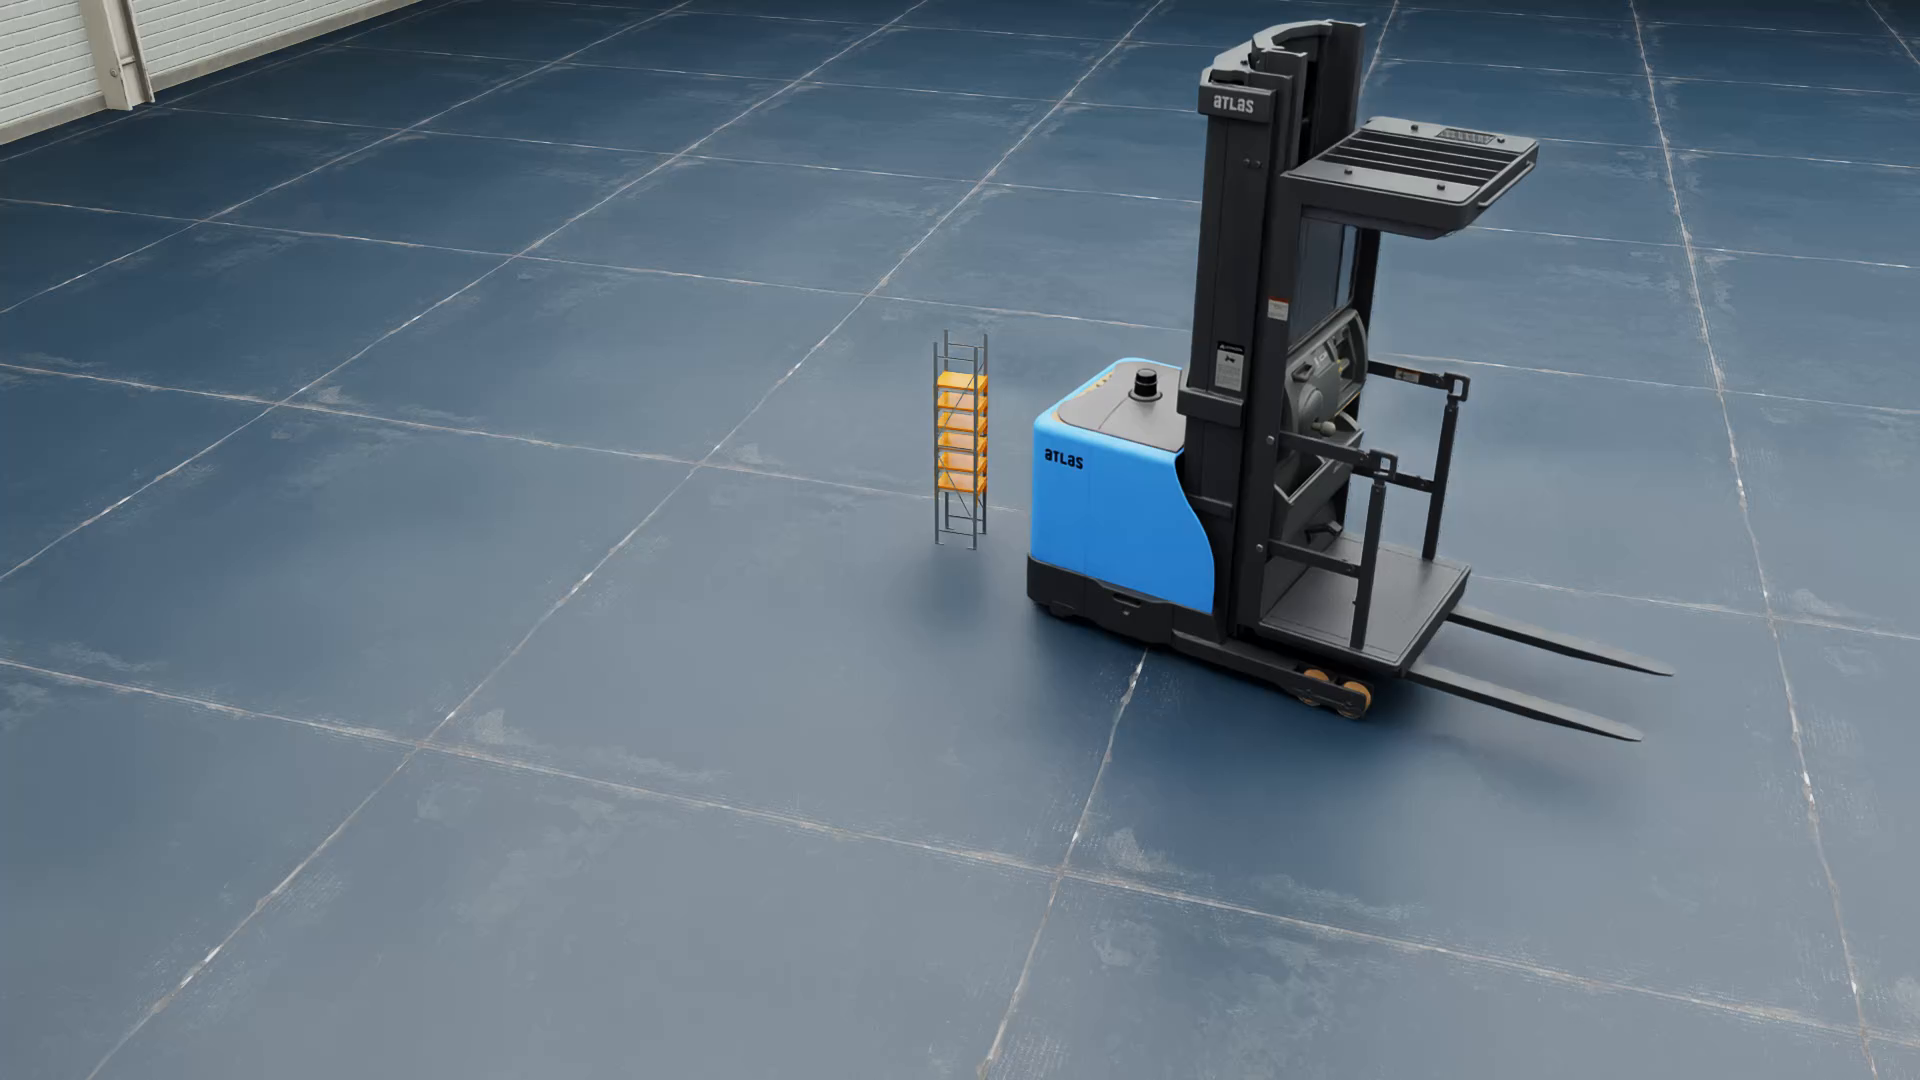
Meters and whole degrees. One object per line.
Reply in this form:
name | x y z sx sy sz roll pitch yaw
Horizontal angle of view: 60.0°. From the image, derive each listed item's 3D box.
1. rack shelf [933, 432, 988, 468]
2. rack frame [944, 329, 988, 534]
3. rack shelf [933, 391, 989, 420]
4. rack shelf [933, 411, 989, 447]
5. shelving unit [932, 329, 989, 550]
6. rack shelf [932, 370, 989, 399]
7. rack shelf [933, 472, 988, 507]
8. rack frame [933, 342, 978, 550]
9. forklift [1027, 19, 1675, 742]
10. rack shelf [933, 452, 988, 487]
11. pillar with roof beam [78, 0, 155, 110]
rack shelf | 0.004 -0.492 8.992 0.258 0.103 0.180 8 30 15
rack frame | 0.031 -0.574 9.047 0.240 1.200 0.006 8 30 15
rack shelf | 0.004 -0.702 8.875 0.258 0.103 0.180 8 30 15
rack shelf | 0.004 -0.597 8.934 0.258 0.103 0.180 8 30 15
shelving unit | 0.004 -0.531 8.970 0.258 1.200 0.189 8 30 15
rack shelf | 0.004 -0.807 8.817 0.258 0.103 0.180 8 30 15
rack shelf | 0.004 -0.282 9.109 0.258 0.103 0.180 8 30 15
rack frame | -0.023 -0.489 8.894 0.240 1.200 0.006 8 30 15
forklift | 1.862 -0.745 7.574 3.031 2.935 1.130 17 33 28
rack shelf | 0.004 -0.387 9.050 0.258 0.103 0.180 8 30 15
pillar with roof beam | -4.603 -7.893 14.181 9.100 9.000 0.400 8 30 15
